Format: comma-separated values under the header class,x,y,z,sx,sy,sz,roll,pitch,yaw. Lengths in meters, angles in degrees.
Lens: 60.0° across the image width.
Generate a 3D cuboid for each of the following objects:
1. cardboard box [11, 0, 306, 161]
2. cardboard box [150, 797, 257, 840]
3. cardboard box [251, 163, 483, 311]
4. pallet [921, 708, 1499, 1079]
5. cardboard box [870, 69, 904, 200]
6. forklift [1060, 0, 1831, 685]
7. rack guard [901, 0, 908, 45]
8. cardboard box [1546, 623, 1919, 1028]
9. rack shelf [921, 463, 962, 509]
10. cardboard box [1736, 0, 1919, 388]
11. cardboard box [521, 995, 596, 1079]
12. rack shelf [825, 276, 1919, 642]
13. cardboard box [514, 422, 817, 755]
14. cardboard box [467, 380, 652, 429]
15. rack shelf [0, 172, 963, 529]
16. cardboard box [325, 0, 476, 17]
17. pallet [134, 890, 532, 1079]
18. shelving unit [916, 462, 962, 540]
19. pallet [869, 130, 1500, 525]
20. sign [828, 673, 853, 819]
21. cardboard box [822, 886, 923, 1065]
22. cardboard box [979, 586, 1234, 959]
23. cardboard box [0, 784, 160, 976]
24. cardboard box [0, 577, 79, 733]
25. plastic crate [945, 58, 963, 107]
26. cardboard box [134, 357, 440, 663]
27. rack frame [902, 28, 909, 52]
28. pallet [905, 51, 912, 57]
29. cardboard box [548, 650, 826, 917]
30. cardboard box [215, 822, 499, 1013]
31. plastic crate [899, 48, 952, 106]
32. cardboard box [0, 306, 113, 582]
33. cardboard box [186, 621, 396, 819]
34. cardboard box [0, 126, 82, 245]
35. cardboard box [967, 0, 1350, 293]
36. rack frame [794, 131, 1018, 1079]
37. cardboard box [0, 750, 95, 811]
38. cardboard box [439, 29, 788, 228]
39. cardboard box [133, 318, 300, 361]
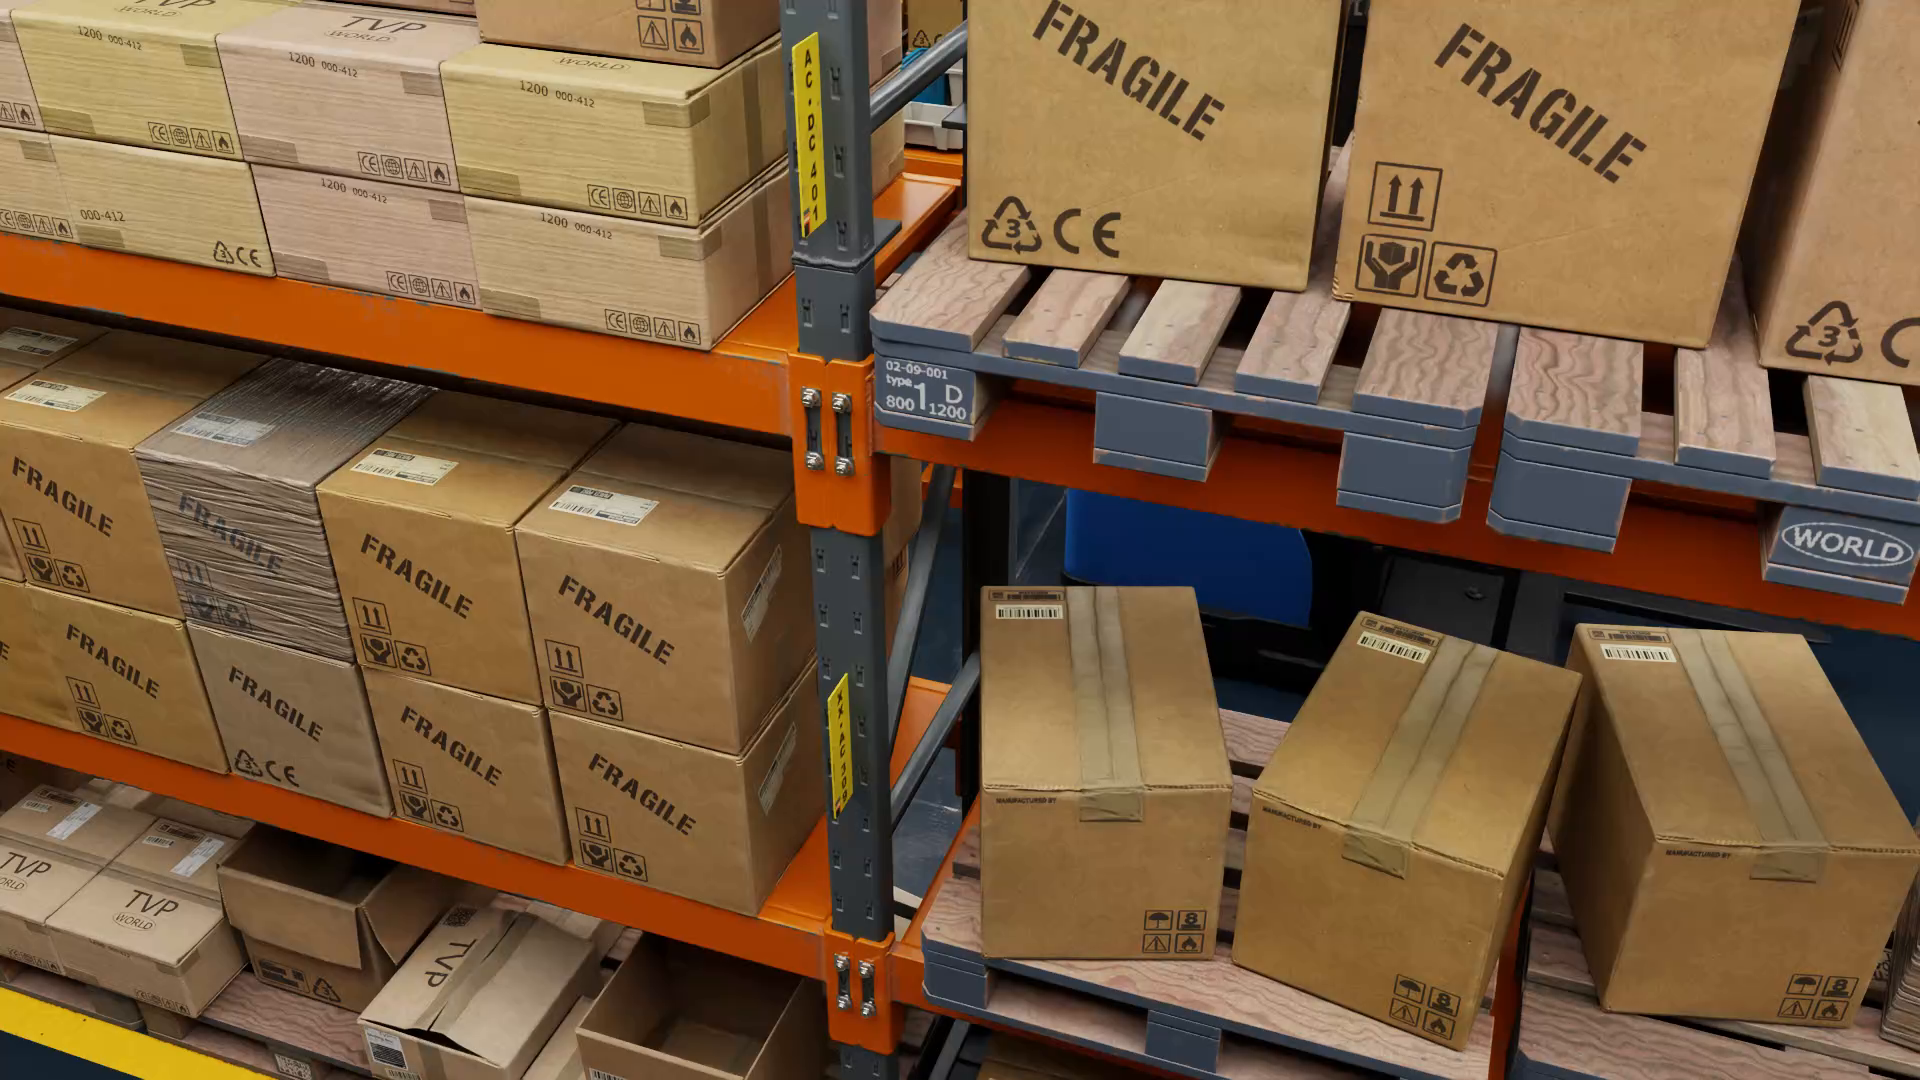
class,x,y,z,sx,sy,sz,roll,pitch,yaw
cardboard box,-1.563,-1.022,3.479,0.500,0.250,0.500,11,34,16
cardboard box,-2.361,0.923,5.685,0.500,0.250,0.500,11,34,16
cardboard box,-1.089,-0.726,3.481,0.500,0.250,0.500,11,34,16
pallet,0.641,0.804,3.916,1.213,0.211,1.003,11,34,16
cardboard box,-0.449,-0.891,3.737,0.500,0.250,0.500,11,34,16
forklift,1.995,-0.789,6.269,3.031,2.935,1.130,12,35,18
rack guard,-0.517,-4.222,13.829,0.348,0.500,1.175,11,34,16
cardboard box,1.609,0.595,3.584,0.500,0.500,0.700,3,33,4
rack shelf,-0.050,-0.208,7.637,0.240,0.259,0.215,11,34,16
cardboard box,1.631,-0.627,2.618,0.600,0.600,0.600,10,34,15
cardboard box,-1.080,1.537,4.827,0.250,0.149,0.380,11,34,16
rack shelf,1.808,-0.070,2.991,4.000,0.370,1.077,11,34,16
cardboard box,-0.638,0.099,3.817,0.500,0.500,0.500,11,34,17
cardboard box,-0.909,-0.265,4.380,0.500,0.500,0.500,10,34,15
rack shelf,-1.957,-0.802,4.125,4.000,0.370,1.077,11,34,16
cardboard box,-0.968,-1.434,3.426,0.500,0.500,0.700,11,34,16
pallet,-1.873,1.345,5.473,1.213,0.211,1.003,11,34,16
shelving unit,-0.050,-0.451,7.480,0.252,1.050,0.215,11,34,16
pallet,0.516,-0.504,3.174,1.003,0.211,1.213,11,34,16
sign,-0.250,0.436,3.511,0.005,0.325,0.100,11,34,16
cardboard box,-0.397,1.279,5.077,0.500,0.311,0.500,11,34,16
cardboard box,0.296,0.504,3.725,0.500,0.500,0.700,0,33,0
cardboard box,-2.953,1.096,5.417,0.500,0.250,0.500,11,34,16
cardboard box,-2.552,0.148,4.663,0.500,0.500,0.500,11,34,16
plastic crate,0.225,-2.356,8.687,0.530,0.282,0.437,11,34,16
cardboard box,-1.595,-0.086,4.103,0.500,0.500,0.500,11,35,17
rack frame,-0.494,-5.268,13.144,0.127,3.000,1.000,11,34,16
pallet,0.285,-3.990,13.736,1.213,0.211,1.003,11,34,16
cardboard box,-0.632,0.519,4.088,0.500,0.500,0.500,12,35,17
cardboard box,-1.845,1.044,5.263,0.637,0.503,0.797,11,34,16
plastic crate,-0.146,-2.449,8.877,0.300,0.233,0.416,11,34,16
cardboard box,-2.547,-0.271,4.390,0.500,0.500,0.500,11,35,17
cardboard box,-1.602,0.333,4.377,0.500,0.500,0.500,12,35,18
cardboard box,-2.032,-0.907,3.762,0.500,0.250,0.500,11,34,16
cardboard box,0.375,-0.869,2.994,0.600,0.600,0.600,8,34,12
rack frame,-0.075,0.522,4.177,0.127,3.000,1.000,11,34,16
cardboard box,-3.245,0.629,5.910,0.500,0.500,0.500,11,34,16
cardboard box,-0.624,-0.836,3.191,0.500,0.250,0.500,11,34,16
cardboard box,-1.879,-0.453,4.672,0.500,0.500,0.500,12,35,18
